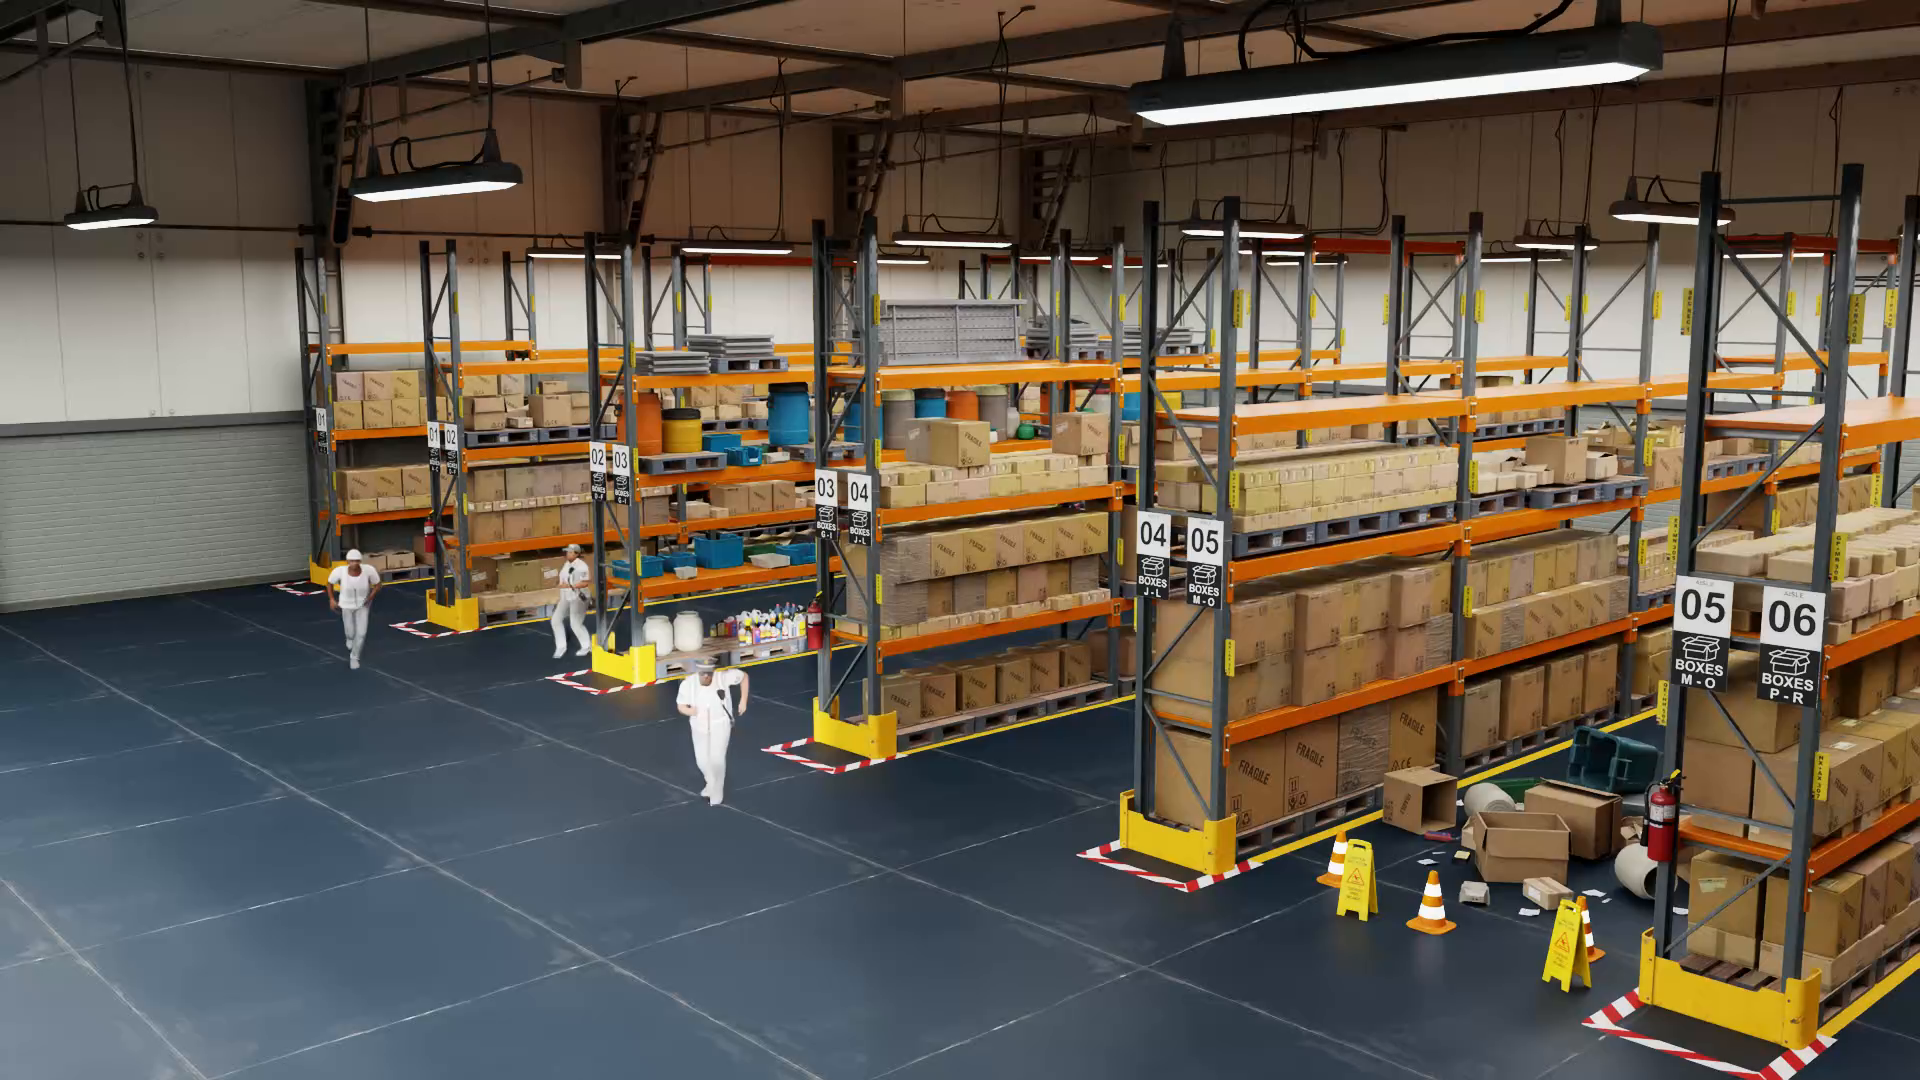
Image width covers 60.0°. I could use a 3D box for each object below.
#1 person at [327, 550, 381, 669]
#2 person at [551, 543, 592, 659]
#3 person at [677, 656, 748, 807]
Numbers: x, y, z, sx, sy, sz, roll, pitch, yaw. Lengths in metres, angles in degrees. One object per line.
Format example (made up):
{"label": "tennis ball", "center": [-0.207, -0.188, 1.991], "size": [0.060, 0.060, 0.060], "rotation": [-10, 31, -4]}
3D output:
{"label": "person", "center": [-8.476, 0.945, 23.306], "size": [0.696, 1.697, 0.810], "rotation": [-4, 9, -28]}
{"label": "person", "center": [-5.535, 0.891, 23.853], "size": [0.594, 1.705, 0.610], "rotation": [7, 11, 38]}
{"label": "person", "center": [-2.494, 1.922, 16.854], "size": [0.699, 1.638, 0.986], "rotation": [0, 8, -2]}
